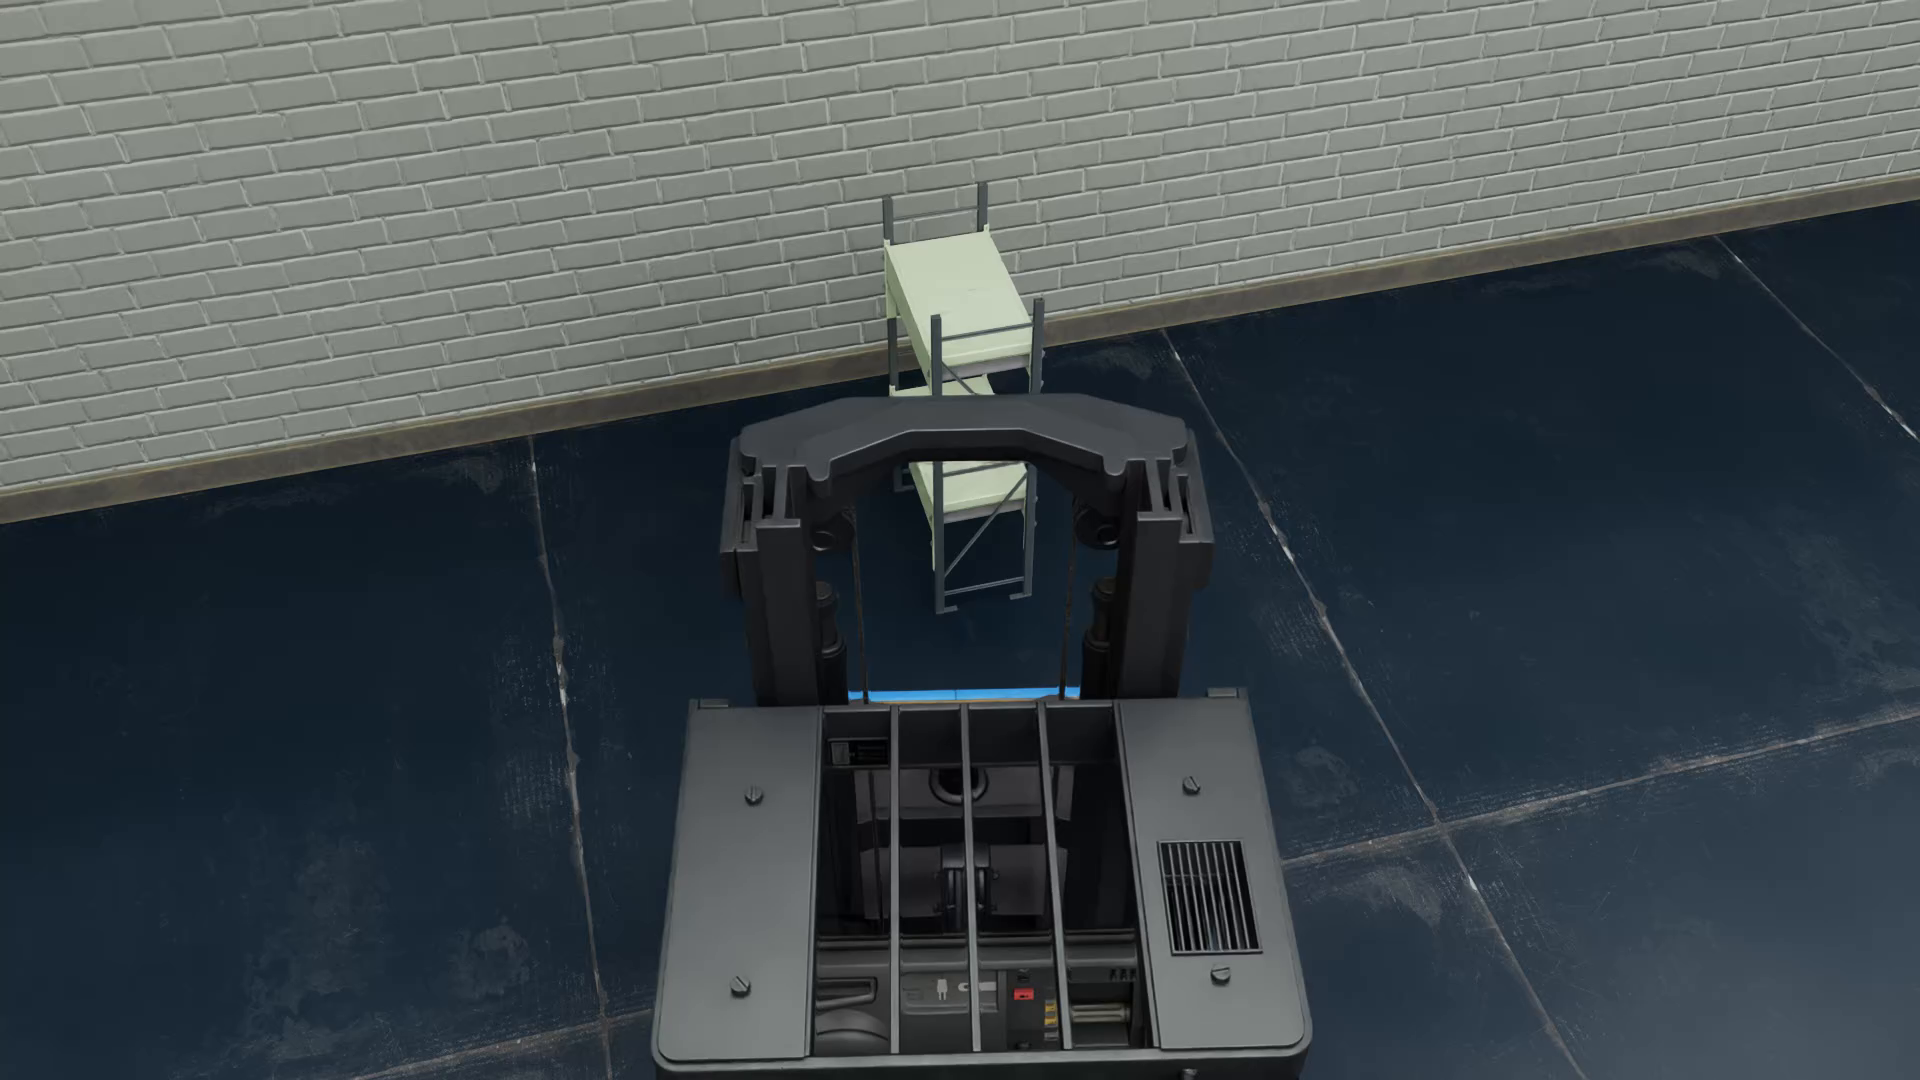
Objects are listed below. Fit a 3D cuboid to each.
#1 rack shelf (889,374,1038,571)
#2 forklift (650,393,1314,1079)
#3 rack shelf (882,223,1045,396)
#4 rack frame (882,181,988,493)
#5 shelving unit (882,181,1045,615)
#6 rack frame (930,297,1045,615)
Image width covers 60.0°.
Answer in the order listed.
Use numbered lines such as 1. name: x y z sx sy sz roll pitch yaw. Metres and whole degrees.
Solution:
1. rack shelf: 0.002 -0.292 6.693 0.431 0.370 0.720 -11 47 -10
2. forklift: 0.026 1.234 3.740 1.130 2.935 3.031 -1 46 -1
3. rack shelf: 0.002 -0.793 6.182 0.431 0.370 0.720 -11 47 -10
4. rack frame: -0.092 -0.773 6.708 0.400 1.500 0.023 -11 47 -10
5. shelving unit: 0.002 -0.520 6.461 0.431 1.500 0.755 -11 47 -10
6. rack frame: 0.095 -0.268 6.213 0.400 1.500 0.023 -11 47 -10
